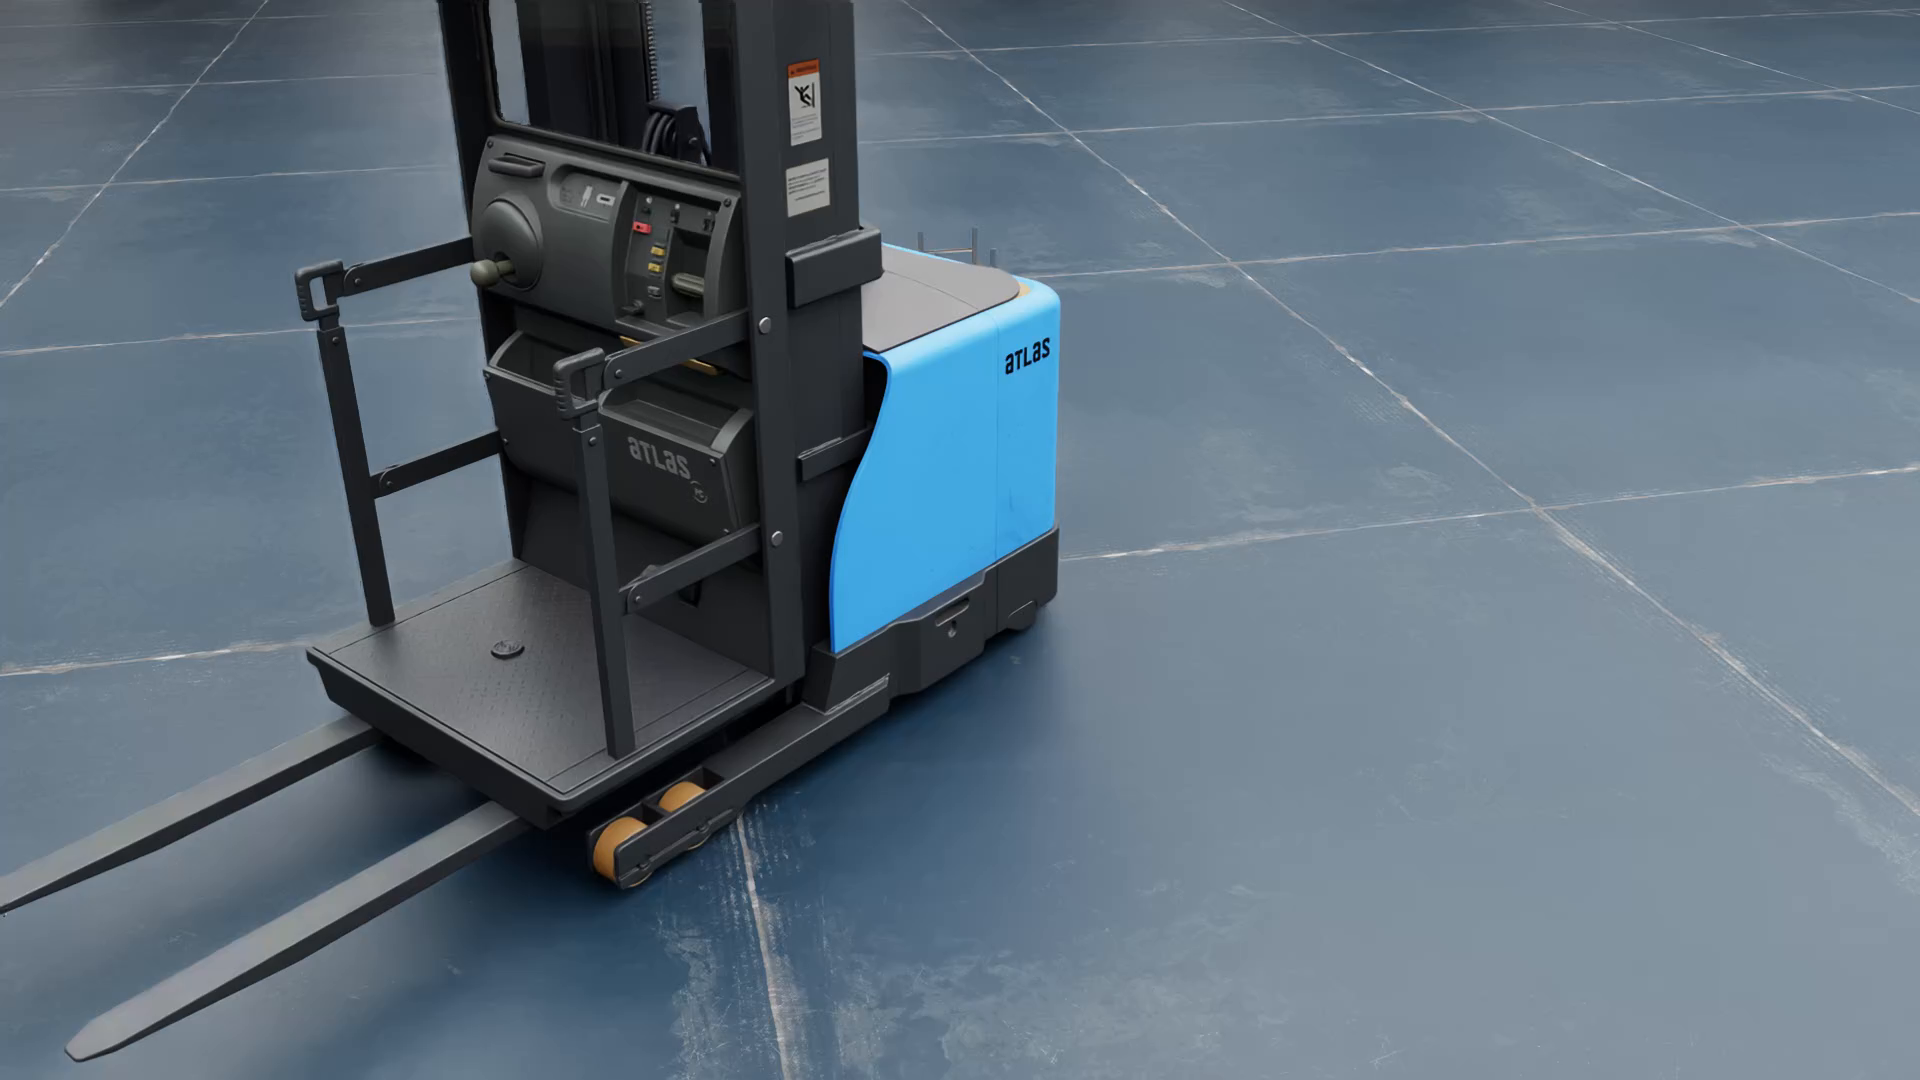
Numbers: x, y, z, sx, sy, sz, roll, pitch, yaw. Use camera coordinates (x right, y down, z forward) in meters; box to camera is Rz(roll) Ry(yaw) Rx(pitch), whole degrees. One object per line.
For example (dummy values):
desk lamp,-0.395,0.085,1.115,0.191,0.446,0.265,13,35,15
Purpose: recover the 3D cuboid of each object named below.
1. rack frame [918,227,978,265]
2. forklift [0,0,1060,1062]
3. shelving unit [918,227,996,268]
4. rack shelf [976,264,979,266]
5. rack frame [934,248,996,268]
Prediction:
rack frame,-0.040,-0.546,5.666,0.200,1.050,0.008,-6,27,-12
forklift,-1.017,-0.715,3.913,1.130,2.935,3.031,20,33,35
shelving unit,-0.012,-0.492,5.560,0.215,1.050,0.252,-6,27,-12
rack shelf,-0.012,-0.736,5.437,0.215,0.259,0.240,-6,27,-12
rack frame,0.015,-0.439,5.454,0.200,1.050,0.008,-6,27,-12
